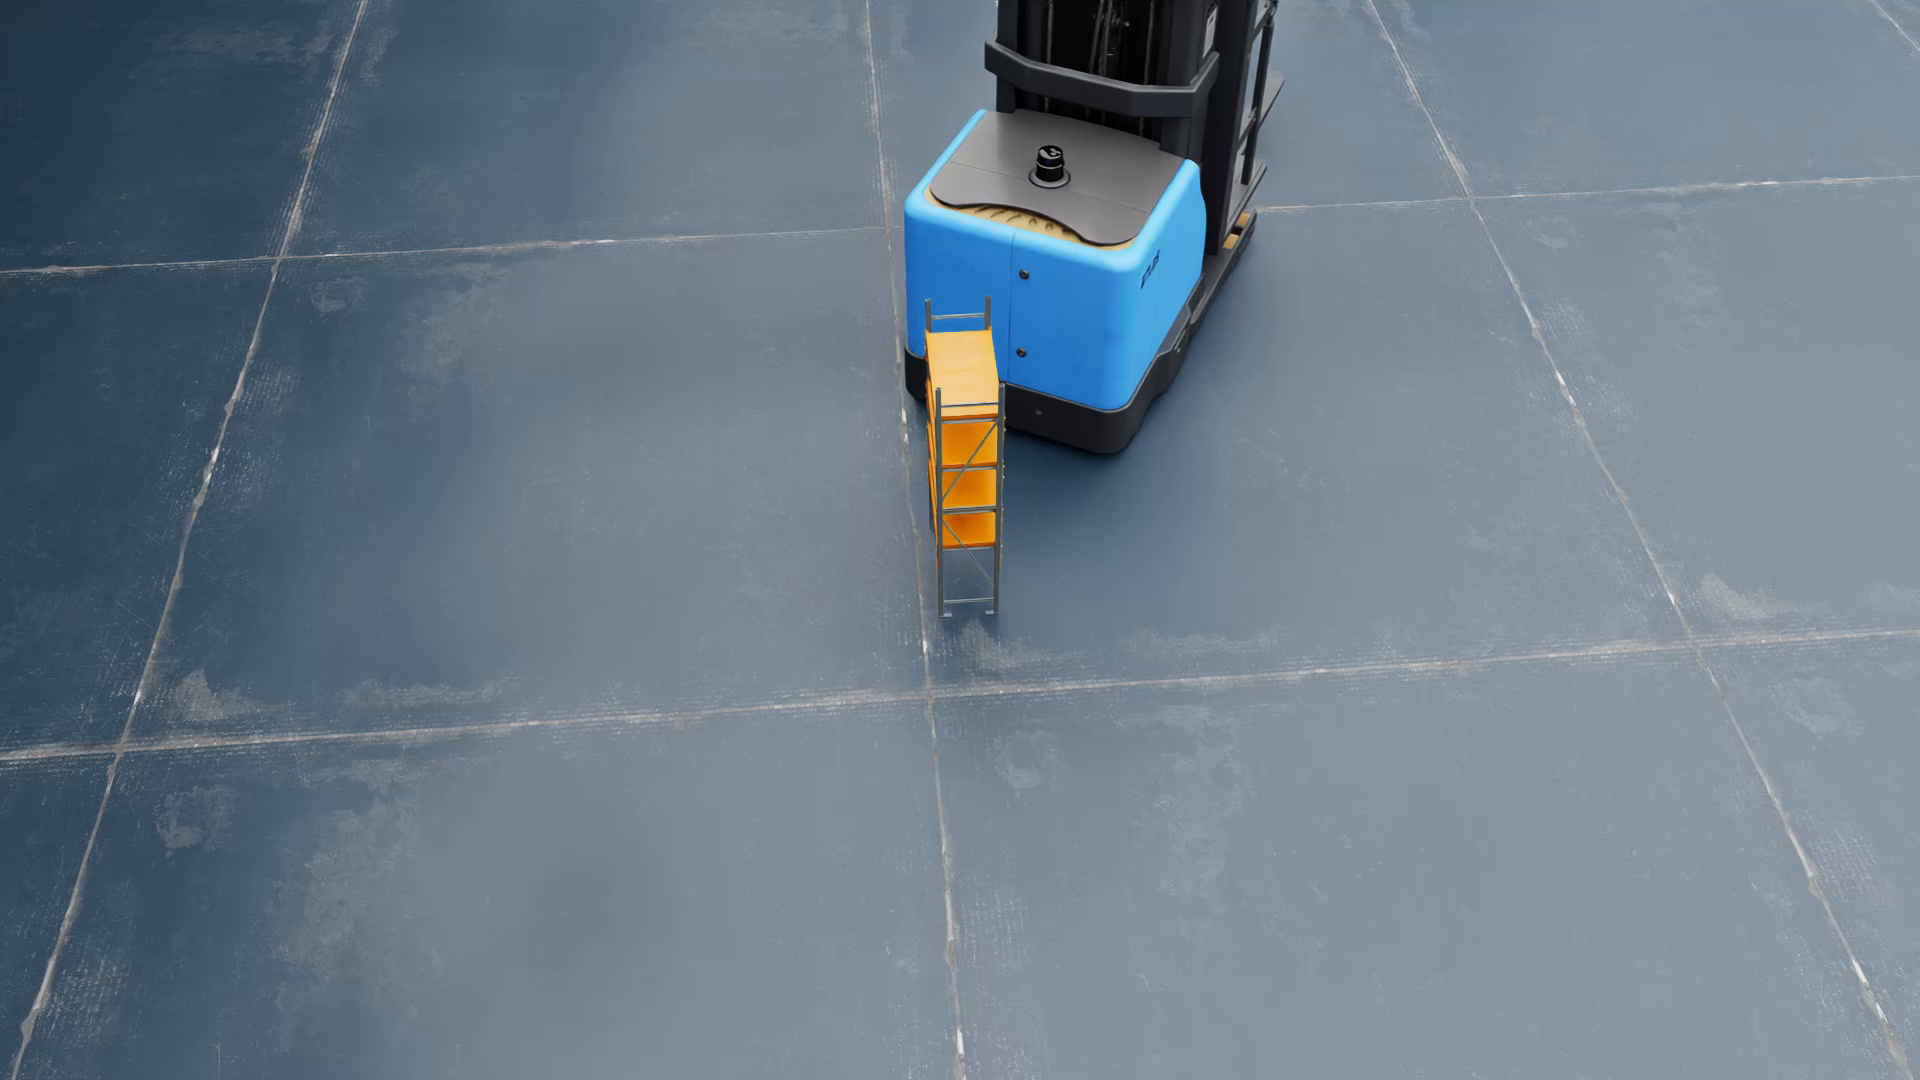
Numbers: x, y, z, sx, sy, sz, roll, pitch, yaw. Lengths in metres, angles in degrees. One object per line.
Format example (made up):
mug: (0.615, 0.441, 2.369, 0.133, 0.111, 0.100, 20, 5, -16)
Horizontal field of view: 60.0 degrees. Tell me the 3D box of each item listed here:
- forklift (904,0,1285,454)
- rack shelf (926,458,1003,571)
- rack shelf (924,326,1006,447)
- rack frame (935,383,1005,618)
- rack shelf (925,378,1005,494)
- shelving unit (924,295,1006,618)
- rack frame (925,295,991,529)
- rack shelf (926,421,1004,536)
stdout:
forklift: (0.821, -2.462, 7.199, 1.130, 2.935, 3.031, 18, 49, 16)
rack shelf: (0.014, -0.110, 6.530, 0.258, 0.148, 0.480, -3, 47, -3)
rack shelf: (0.014, -0.563, 6.052, 0.258, 0.148, 0.480, -3, 47, -3)
rack frame: (0.034, -0.116, 6.170, 0.240, 1.200, 0.015, -3, 47, -3)
rack shelf: (0.014, -0.400, 6.224, 0.258, 0.148, 0.480, -3, 47, -3)
shelving unit: (0.014, -0.293, 6.337, 0.258, 1.200, 0.503, -3, 47, -3)
rack frame: (-0.007, -0.469, 6.505, 0.240, 1.200, 0.015, -3, 47, -3)
rack shelf: (0.014, -0.247, 6.386, 0.258, 0.148, 0.480, -3, 47, -3)
